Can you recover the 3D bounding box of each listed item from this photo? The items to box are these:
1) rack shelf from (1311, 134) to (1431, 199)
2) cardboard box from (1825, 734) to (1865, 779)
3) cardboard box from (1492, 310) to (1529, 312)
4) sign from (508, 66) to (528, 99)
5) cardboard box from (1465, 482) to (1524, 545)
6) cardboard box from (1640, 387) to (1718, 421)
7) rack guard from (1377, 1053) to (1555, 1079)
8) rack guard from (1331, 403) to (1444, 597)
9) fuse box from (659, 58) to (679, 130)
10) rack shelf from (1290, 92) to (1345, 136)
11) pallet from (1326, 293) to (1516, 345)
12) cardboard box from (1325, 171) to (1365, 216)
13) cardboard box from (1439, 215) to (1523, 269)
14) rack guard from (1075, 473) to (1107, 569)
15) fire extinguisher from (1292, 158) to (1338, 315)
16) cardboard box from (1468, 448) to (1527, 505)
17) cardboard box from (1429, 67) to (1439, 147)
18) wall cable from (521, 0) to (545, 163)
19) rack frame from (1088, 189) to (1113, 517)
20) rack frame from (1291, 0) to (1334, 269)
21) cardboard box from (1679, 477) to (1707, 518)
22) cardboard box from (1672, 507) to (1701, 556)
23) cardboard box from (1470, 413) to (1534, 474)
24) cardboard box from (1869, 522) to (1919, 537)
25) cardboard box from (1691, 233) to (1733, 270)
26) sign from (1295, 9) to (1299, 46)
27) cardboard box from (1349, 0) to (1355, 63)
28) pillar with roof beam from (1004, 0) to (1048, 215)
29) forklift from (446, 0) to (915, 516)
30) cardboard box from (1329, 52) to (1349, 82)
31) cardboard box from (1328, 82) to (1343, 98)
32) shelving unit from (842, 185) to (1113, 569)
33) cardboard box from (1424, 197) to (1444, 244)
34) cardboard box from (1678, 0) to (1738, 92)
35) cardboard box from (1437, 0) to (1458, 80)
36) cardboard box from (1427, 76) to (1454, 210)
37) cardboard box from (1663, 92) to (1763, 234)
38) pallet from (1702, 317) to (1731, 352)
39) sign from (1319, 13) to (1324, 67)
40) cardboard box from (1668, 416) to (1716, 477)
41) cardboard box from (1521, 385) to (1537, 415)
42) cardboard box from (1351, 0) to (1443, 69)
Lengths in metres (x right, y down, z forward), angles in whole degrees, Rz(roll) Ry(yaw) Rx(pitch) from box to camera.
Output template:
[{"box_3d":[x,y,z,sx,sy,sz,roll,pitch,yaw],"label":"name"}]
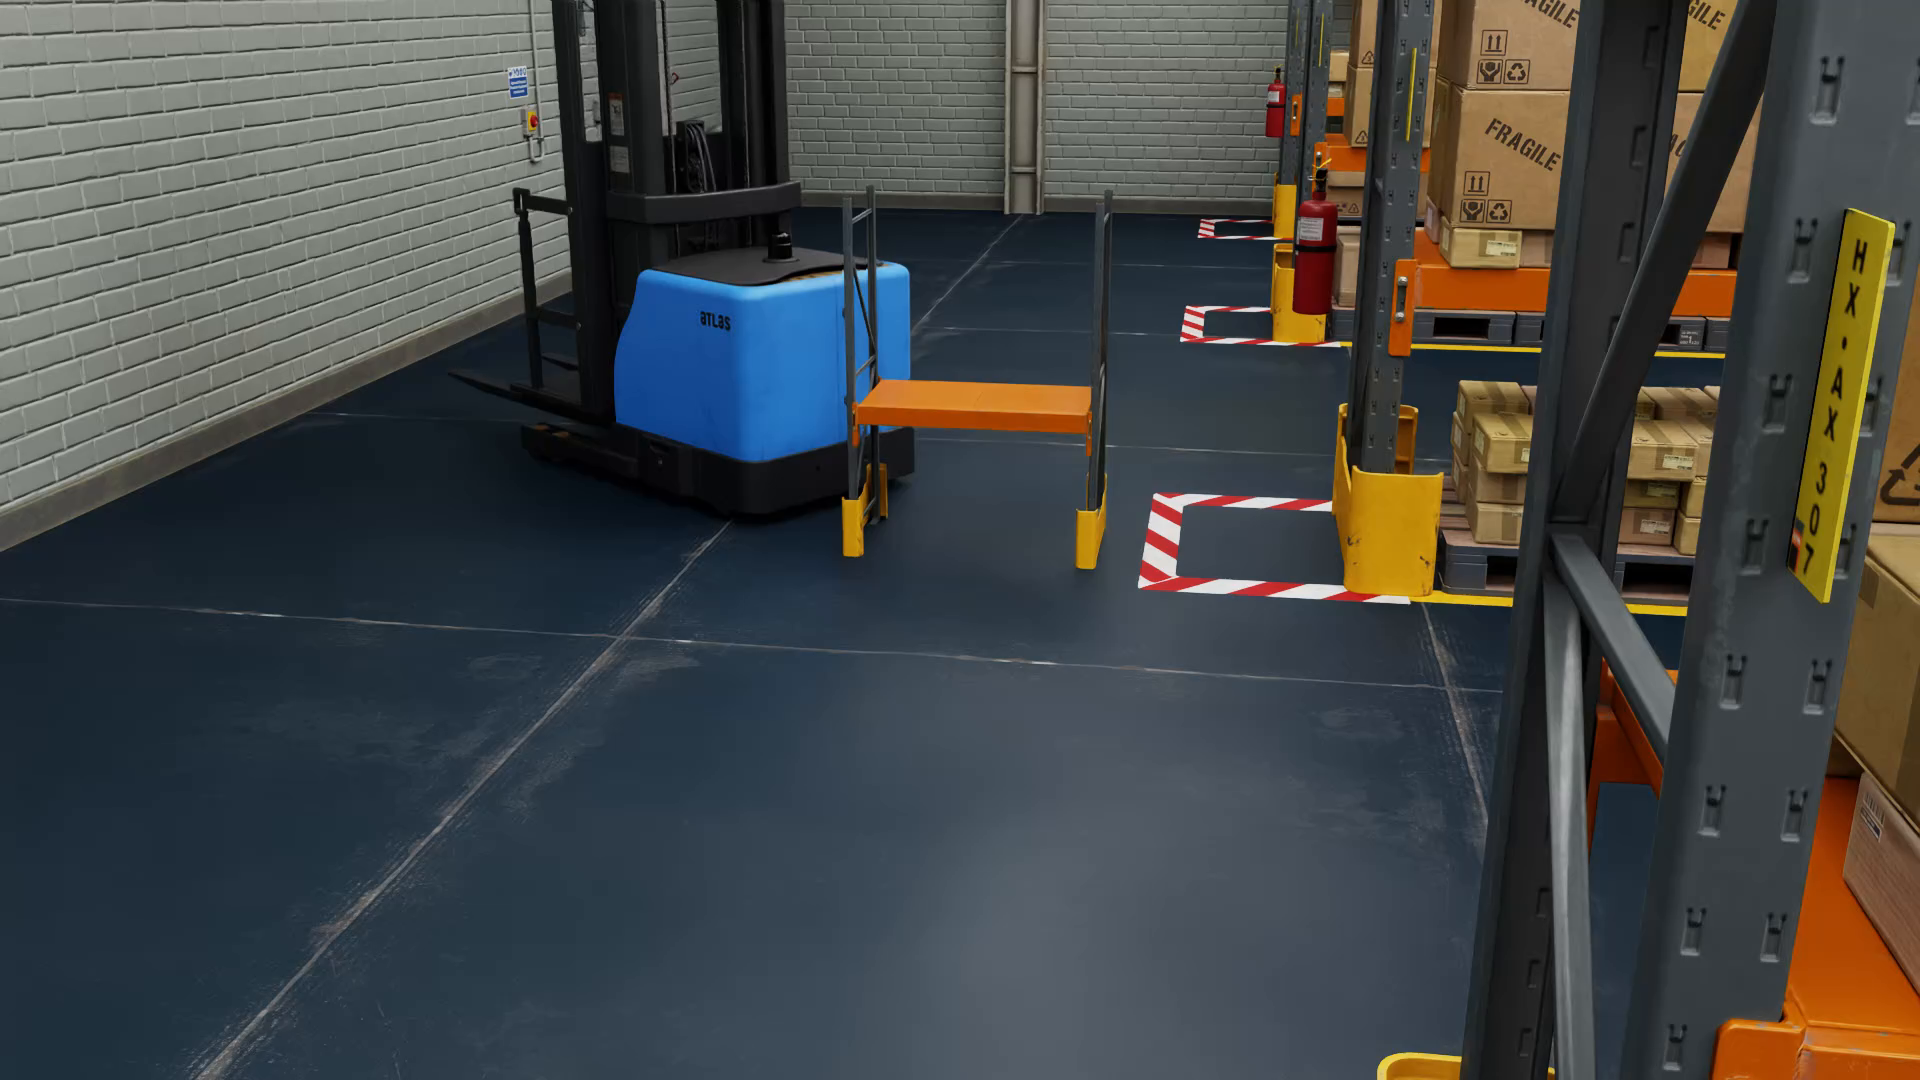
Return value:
[{"box_3d":[4.394,-2.502,11.187,4.000,0.370,1.077,3,19,9],"label":"rack shelf"},{"box_3d":[1.251,0.195,2.390,0.250,0.149,0.380,3,19,10],"label":"cardboard box"},{"box_3d":[3.991,-1.883,11.579,0.875,0.438,0.875,3,19,10],"label":"cardboard box"},{"box_3d":[-3.220,-3.336,12.122,0.001,0.218,0.327,3,19,9],"label":"sign"},{"box_3d":[2.200,-0.109,6.731,0.250,0.149,0.380,3,19,10],"label":"cardboard box"},{"box_3d":[3.057,-0.533,7.063,0.250,0.149,0.380,2,19,6],"label":"cardboard box"},{"box_3d":[0.823,1.345,2.495,0.348,0.500,1.175,3,19,9],"label":"rack guard"},{"box_3d":[1.808,-0.199,7.109,0.348,0.500,1.175,3,19,9],"label":"rack guard"},{"box_3d":[-2.675,-3.260,14.350,0.414,1.711,0.539,3,19,9],"label":"fuse box"},{"box_3d":[5.177,-4.057,15.836,4.000,0.370,1.077,3,19,9],"label":"rack shelf"},{"box_3d":[3.221,-1.606,11.770,1.213,0.211,1.003,3,19,9],"label":"pallet"},{"box_3d":[3.791,-3.454,16.171,0.637,0.503,0.797,2,19,6],"label":"cardboard box"},{"box_3d":[2.001,-1.150,6.408,0.250,0.149,0.380,3,19,8],"label":"cardboard box"},{"box_3d":[0.567,-0.090,7.177,0.087,0.250,0.587,3,19,9],"label":"rack guard"},{"box_3d":[1.558,-1.332,7.266,0.183,0.674,0.296,3,19,9],"label":"fire extinguisher"},{"box_3d":[2.210,-0.269,6.743,0.250,0.149,0.380,4,19,11],"label":"cardboard box"},{"box_3d":[3.351,-2.860,10.967,0.500,0.500,0.500,3,19,8],"label":"cardboard box"},{"box_3d":[-3.152,-3.717,12.034,0.123,1.953,0.585,3,19,9],"label":"wall cable"},{"box_3d":[0.586,-0.681,6.976,0.032,1.500,0.500,3,19,9],"label":"rack frame"},{"box_3d":[2.419,-2.944,11.374,0.127,3.000,1.000,3,19,9],"label":"rack frame"},{"box_3d":[2.963,-0.206,6.555,0.250,0.149,0.380,4,19,10],"label":"cardboard box"},{"box_3d":[2.953,-0.063,6.597,0.250,0.149,0.380,3,19,9],"label":"cardboard box"},{"box_3d":[2.197,-0.385,6.618,0.250,0.149,0.380,2,19,6],"label":"cardboard box"},{"box_3d":[1.368,0.032,2.247,0.500,0.250,0.500,3,19,8],"label":"cardboard box"},{"box_3d":[2.794,-1.150,6.408,0.250,0.149,0.380,4,19,11],"label":"cardboard box"},{"box_3d":[3.117,-4.740,15.377,0.005,0.325,0.100,3,19,9],"label":"sign"},{"box_3d":[2.933,-3.516,11.350,0.500,0.500,0.500,4,19,10],"label":"cardboard box"},{"box_3d":[0.000,-6.413,12.289,0.400,9.000,9.100,3,19,9],"label":"pillar with roof beam"},{"box_3d":[-1.621,-1.879,8.299,3.031,2.935,1.130,17,25,42],"label":"forklift"},{"box_3d":[3.608,-4.462,15.678,0.500,0.250,0.500,3,19,9],"label":"cardboard box"},{"box_3d":[3.484,-4.277,15.756,0.250,0.149,0.380,3,19,8],"label":"cardboard box"},{"box_3d":[0.075,-0.707,7.054,1.083,1.500,0.587,3,19,9],"label":"shelving unit"},{"box_3d":[2.100,-1.341,6.980,0.250,0.149,0.380,3,19,9],"label":"cardboard box"},{"box_3d":[2.634,-1.921,6.116,0.500,0.500,0.500,3,19,10],"label":"cardboard box"},{"box_3d":[2.225,-2.106,6.666,0.500,0.500,0.500,3,19,8],"label":"cardboard box"},{"box_3d":[2.218,-1.634,6.834,0.500,0.500,0.500,3,19,10],"label":"cardboard box"},{"box_3d":[2.665,-1.448,6.278,0.500,0.500,0.500,3,19,9],"label":"cardboard box"},{"box_3d":[5.630,-1.483,11.403,1.213,0.211,1.003,3,19,9],"label":"pallet"},{"box_3d":[2.325,-3.218,10.705,0.005,0.325,0.100,3,19,9],"label":"sign"},{"box_3d":[2.975,-0.369,6.572,0.250,0.149,0.380,2,19,6],"label":"cardboard box"},{"box_3d":[2.535,-0.539,7.081,0.250,0.149,0.380,3,19,10],"label":"cardboard box"},{"box_3d":[2.848,-3.352,10.861,0.500,0.500,0.500,3,19,7],"label":"cardboard box"}]
